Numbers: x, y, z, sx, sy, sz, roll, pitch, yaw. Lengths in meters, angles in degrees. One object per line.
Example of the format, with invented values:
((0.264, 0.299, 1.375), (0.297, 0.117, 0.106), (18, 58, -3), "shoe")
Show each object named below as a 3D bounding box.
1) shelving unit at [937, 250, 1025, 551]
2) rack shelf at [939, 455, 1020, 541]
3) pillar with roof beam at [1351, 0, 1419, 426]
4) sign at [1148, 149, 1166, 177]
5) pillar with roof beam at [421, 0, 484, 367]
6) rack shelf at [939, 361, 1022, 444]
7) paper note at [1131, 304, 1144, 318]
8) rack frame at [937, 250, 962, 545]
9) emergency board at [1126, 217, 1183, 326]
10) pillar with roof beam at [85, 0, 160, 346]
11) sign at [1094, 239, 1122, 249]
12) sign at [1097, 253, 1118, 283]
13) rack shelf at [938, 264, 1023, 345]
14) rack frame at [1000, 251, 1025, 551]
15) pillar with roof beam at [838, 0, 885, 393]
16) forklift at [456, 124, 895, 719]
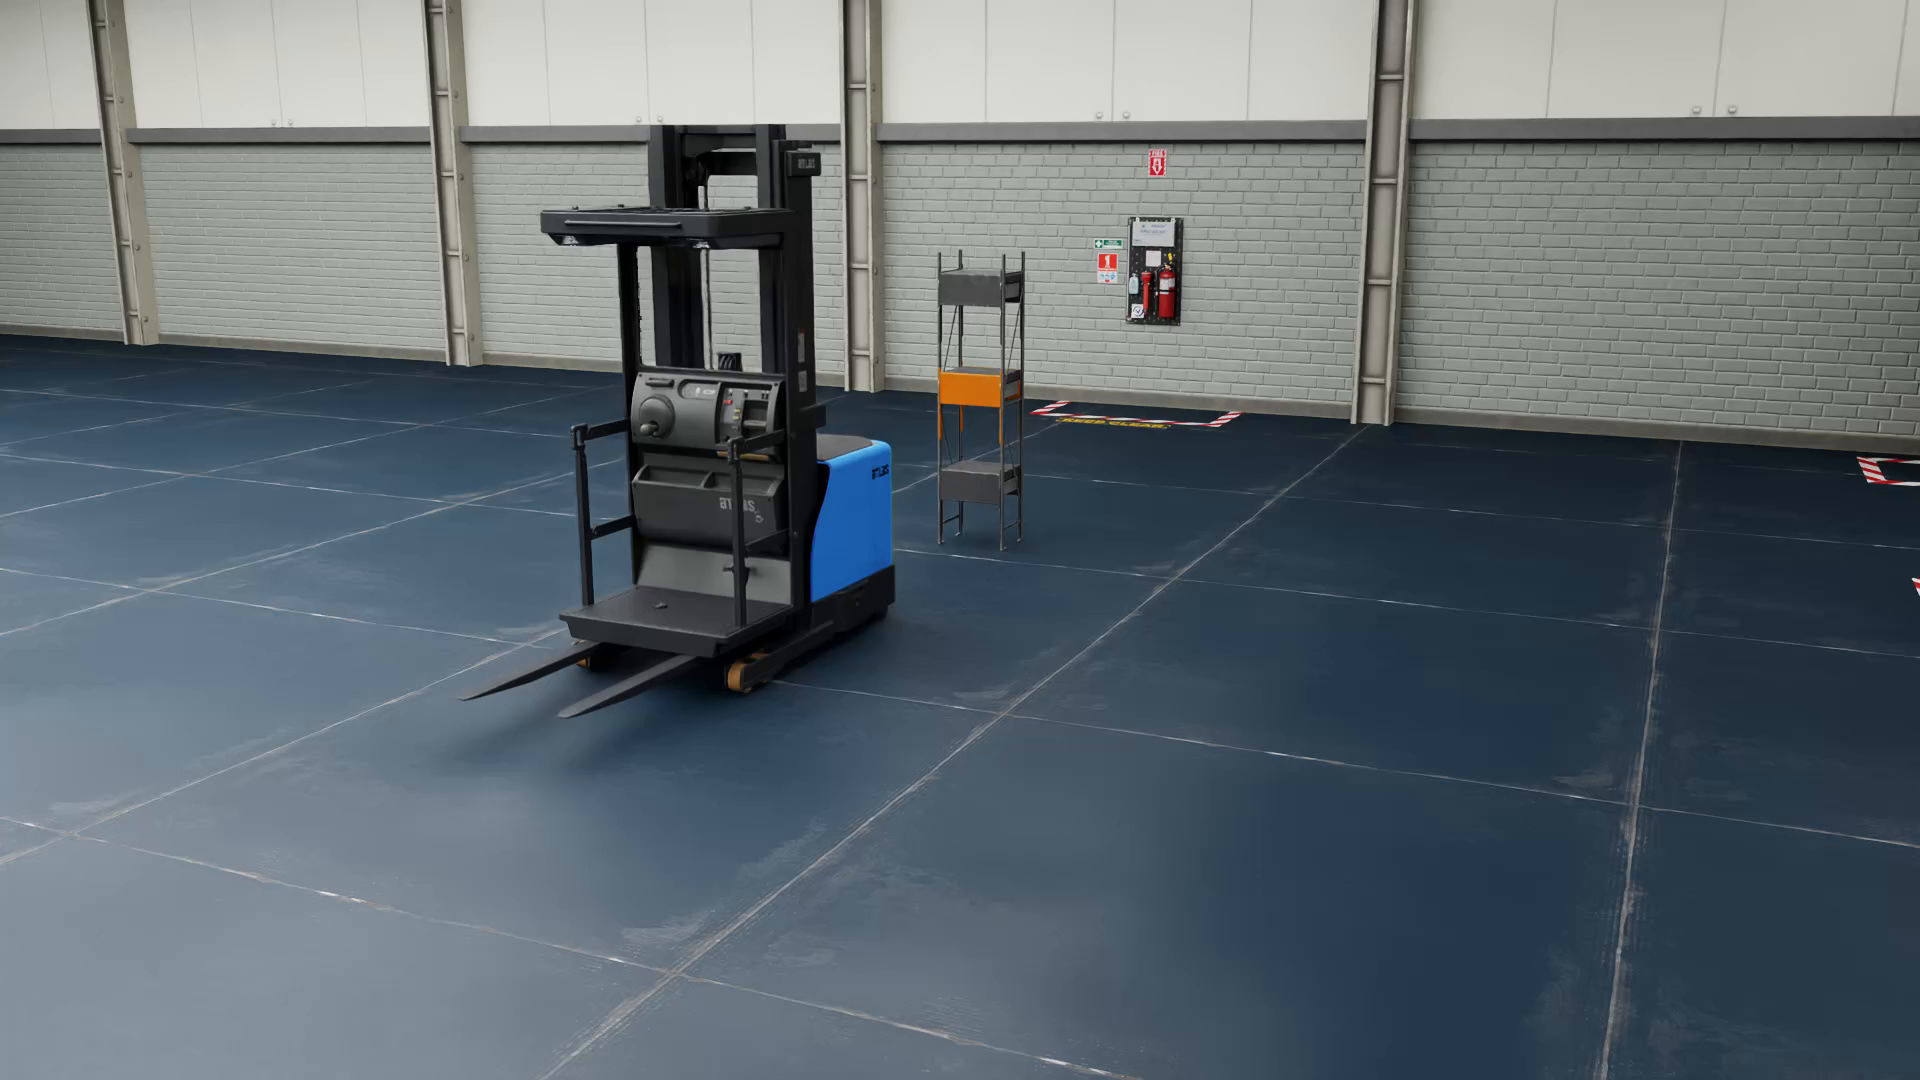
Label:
((0.151, -1.007, 11.950), (0.503, 2.100, 0.431), (6, 14, 23), "shelving unit")
((0.151, -0.312, 12.113), (0.480, 0.518, 0.431), (6, 14, 23), "rack shelf")
((2.606, -4.722, 12.680), (0.400, 9.000, 9.100), (6, 14, 23), "pillar with roof beam")
((2.139, -4.087, 18.033), (0.199, 0.298, 0.001), (6, 14, 23), "sign")
((-8.365, -5.832, 17.412), (0.400, 9.000, 9.100), (6, 14, 23), "pillar with roof beam")
((0.151, -0.994, 11.953), (0.480, 0.518, 0.431), (6, 14, 23), "rack shelf")
((1.972, -2.539, 18.438), (0.142, 0.148, 0.016), (6, 14, 23), "paper note")
((-0.072, -1.029, 12.046), (0.015, 2.100, 0.400), (6, 14, 23), "rack frame")
((2.106, -2.937, 18.206), (0.643, 1.169, 0.194), (6, 14, 23), "emergency board")
((-13.851, -6.388, 19.778), (0.400, 9.000, 9.100), (6, 14, 23), "pillar with roof beam")
((1.643, -3.283, 18.441), (0.331, 0.109, 0.001), (6, 14, 23), "sign")
((1.642, -3.027, 18.512), (0.234, 0.329, 0.001), (6, 14, 23), "sign")
((0.151, -1.675, 11.793), (0.480, 0.518, 0.431), (6, 14, 23), "rack shelf")
((0.374, -0.984, 11.853), (0.015, 2.100, 0.400), (6, 14, 23), "rack frame")
((-2.880, -5.277, 15.046), (0.400, 9.000, 9.100), (6, 14, 23), "pillar with roof beam")
((-1.488, -0.727, 8.938), (1.130, 2.935, 3.031), (6, 15, 24), "forklift")
